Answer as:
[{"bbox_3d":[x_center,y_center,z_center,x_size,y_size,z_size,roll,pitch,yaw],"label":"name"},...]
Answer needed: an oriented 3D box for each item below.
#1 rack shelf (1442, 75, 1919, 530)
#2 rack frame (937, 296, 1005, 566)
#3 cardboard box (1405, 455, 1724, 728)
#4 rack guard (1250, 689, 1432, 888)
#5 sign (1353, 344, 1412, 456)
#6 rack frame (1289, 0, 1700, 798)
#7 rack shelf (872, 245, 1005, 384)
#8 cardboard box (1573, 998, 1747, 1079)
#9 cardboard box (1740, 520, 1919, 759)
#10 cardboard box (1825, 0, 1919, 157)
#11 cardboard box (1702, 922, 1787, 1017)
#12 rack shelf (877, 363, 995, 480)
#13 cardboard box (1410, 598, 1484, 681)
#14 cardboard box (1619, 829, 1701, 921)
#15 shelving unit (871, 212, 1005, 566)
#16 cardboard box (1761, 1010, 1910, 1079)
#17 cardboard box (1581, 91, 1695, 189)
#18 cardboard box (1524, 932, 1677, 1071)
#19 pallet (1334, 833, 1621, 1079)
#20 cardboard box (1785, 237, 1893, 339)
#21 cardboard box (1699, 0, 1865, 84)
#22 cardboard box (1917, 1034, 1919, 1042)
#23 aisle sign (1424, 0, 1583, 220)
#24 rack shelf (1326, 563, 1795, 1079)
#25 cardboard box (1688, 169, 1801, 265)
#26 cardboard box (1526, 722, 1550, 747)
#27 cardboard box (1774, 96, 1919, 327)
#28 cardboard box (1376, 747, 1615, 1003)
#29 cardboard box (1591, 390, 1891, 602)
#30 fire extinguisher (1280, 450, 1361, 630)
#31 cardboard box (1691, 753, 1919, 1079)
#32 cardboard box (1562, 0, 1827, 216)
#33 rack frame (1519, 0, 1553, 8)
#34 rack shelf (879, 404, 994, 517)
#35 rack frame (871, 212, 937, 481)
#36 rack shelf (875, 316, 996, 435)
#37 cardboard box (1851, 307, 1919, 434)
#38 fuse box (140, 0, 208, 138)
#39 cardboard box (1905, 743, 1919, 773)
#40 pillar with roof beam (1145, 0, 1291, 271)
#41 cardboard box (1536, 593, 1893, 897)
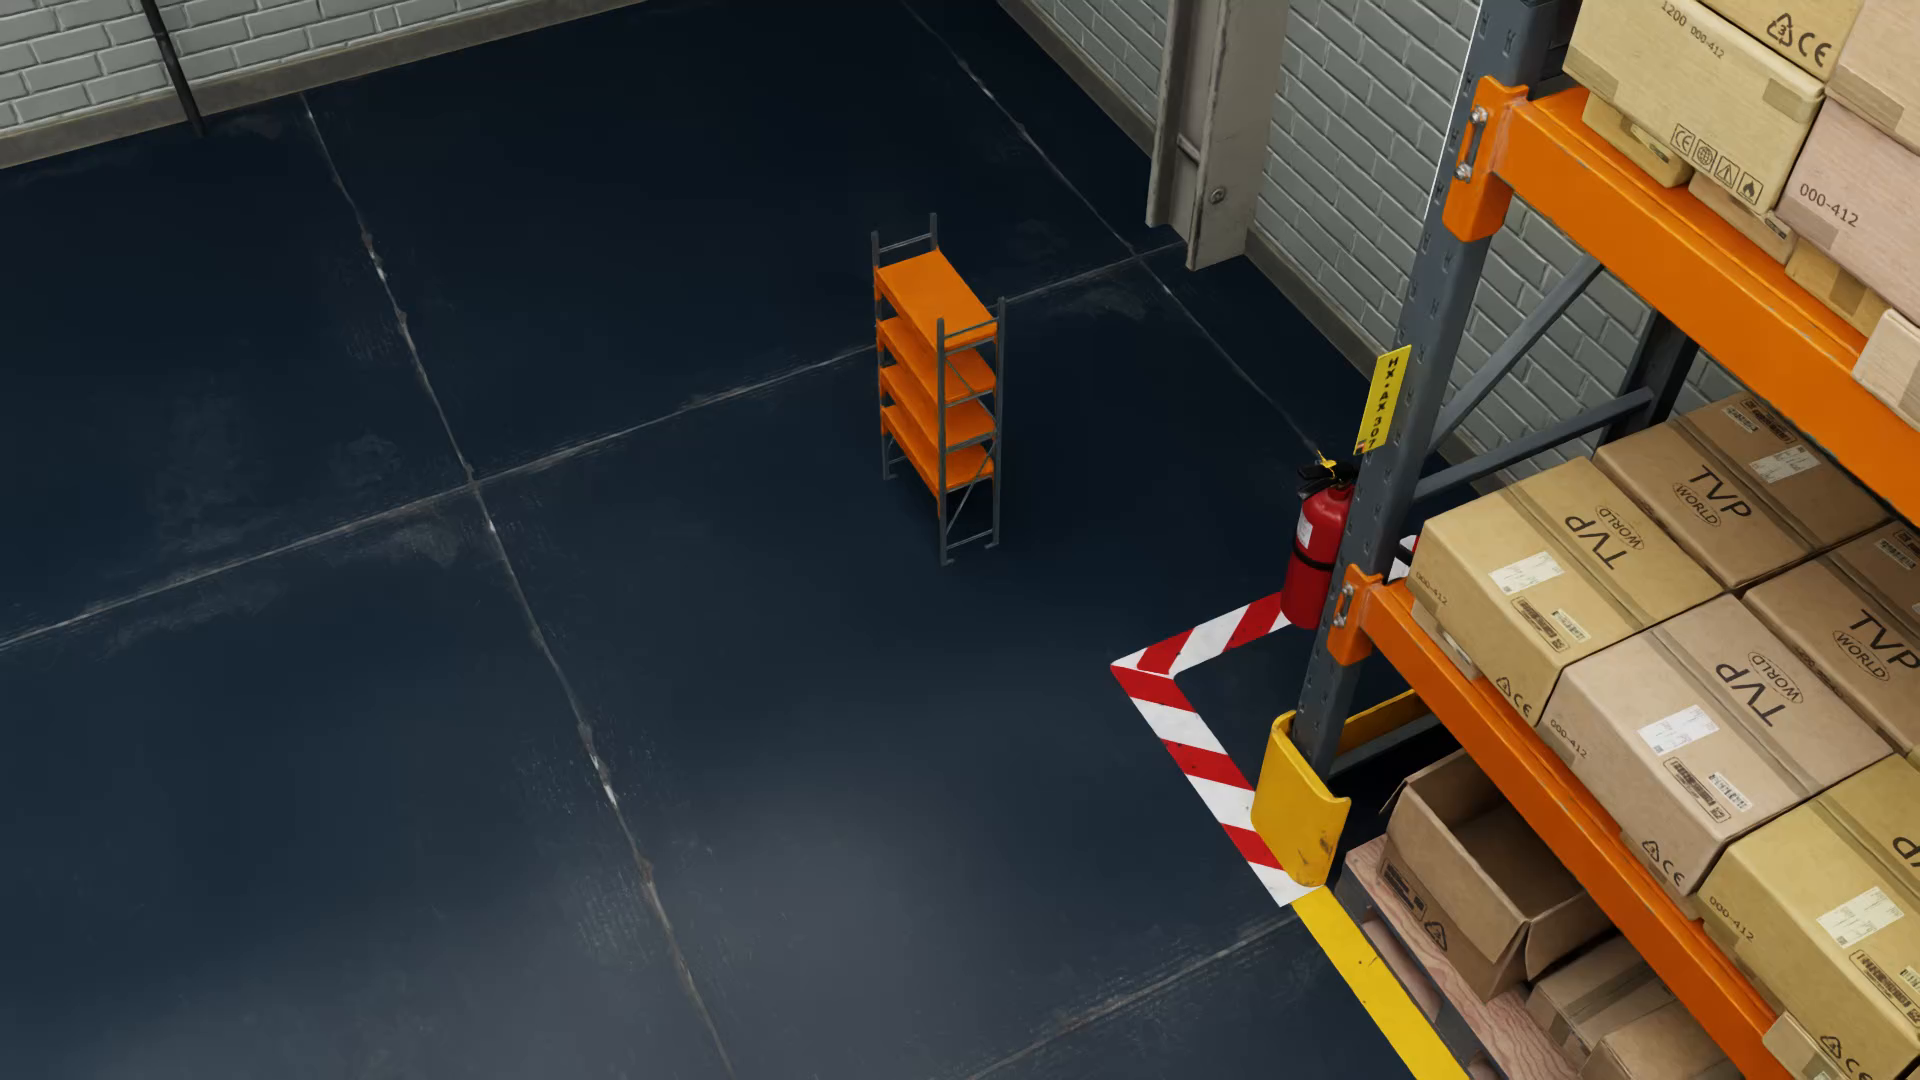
[{"bbox_3d":[2.408,0.355,2.432,1.077,0.370,4.000,-21,52,-18],"label":"rack shelf"},{"bbox_3d":[0.036,-0.342,5.752,0.240,1.200,0.015,-21,52,-18],"label":"rack frame"},{"bbox_3d":[1.461,0.115,4.059,0.500,0.250,0.500,-21,52,-17],"label":"cardboard box"},{"bbox_3d":[1.527,0.641,5.357,1.175,0.500,0.348,-21,52,-18],"label":"rack guard"},{"bbox_3d":[1.010,-0.331,3.972,0.100,0.325,0.005,-21,52,-18],"label":"sign"},{"bbox_3d":[1.493,-0.233,4.461,1.000,3.000,0.127,-21,52,-18],"label":"rack frame"},{"bbox_3d":[-0.076,-0.764,5.599,0.258,0.148,0.480,-21,52,-18],"label":"rack shelf"},{"bbox_3d":[2.045,1.479,4.345,0.700,0.500,0.500,-19,52,-16],"label":"cardboard box"},{"bbox_3d":[2.174,0.280,3.914,0.500,0.250,0.500,-21,52,-17],"label":"cardboard box"},{"bbox_3d":[1.688,-0.703,2.449,0.500,0.250,0.500,-22,52,-18],"label":"cardboard box"},{"bbox_3d":[1.895,0.848,3.682,0.380,0.149,0.250,-20,52,-17],"label":"cardboard box"},{"bbox_3d":[-0.076,-0.462,5.946,0.258,0.148,0.480,-21,52,-18],"label":"rack shelf"},{"bbox_3d":[1.399,0.164,4.281,0.380,0.149,0.250,-22,52,-18],"label":"cardboard box"},{"bbox_3d":[1.769,0.673,3.836,0.380,0.149,0.250,-20,52,-16],"label":"cardboard box"},{"bbox_3d":[-0.076,-0.506,5.895,0.258,1.200,0.503,-21,52,-18],"label":"shelving unit"},{"bbox_3d":[1.944,1.043,3.511,0.380,0.149,0.250,-23,53,-19],"label":"cardboard box"},{"bbox_3d":[1.432,-0.844,3.170,0.380,0.149,0.250,-20,52,-17],"label":"cardboard box"},{"bbox_3d":[1.848,1.307,4.729,0.380,0.149,0.250,-23,53,-19],"label":"cardboard box"},{"bbox_3d":[1.893,1.269,5.000,1.003,0.211,1.213,-21,52,-18],"label":"pallet"},{"bbox_3d":[1.677,-0.500,2.869,0.380,0.149,0.250,-21,52,-17],"label":"cardboard box"},{"bbox_3d":[1.472,-1.050,2.753,0.500,0.250,0.500,-22,52,-18],"label":"cardboard box"},{"bbox_3d":[2.147,0.872,2.899,0.500,0.500,0.500,-20,52,-17],"label":"cardboard box"},{"bbox_3d":[1.200,-1.033,3.434,0.394,0.787,0.004,-21,52,-18],"label":"aisle sign"},{"bbox_3d":[2.408,1.342,3.561,1.077,0.370,4.000,-21,52,-18],"label":"rack shelf"},{"bbox_3d":[1.575,-0.678,3.024,0.380,0.149,0.250,-20,52,-17],"label":"cardboard box"},{"bbox_3d":[1.557,0.318,4.146,0.380,0.149,0.250,-20,52,-17],"label":"cardboard box"},{"bbox_3d":[1.704,-0.545,2.643,0.500,0.250,0.500,-20,52,-17],"label":"cardboard box"},{"bbox_3d":[1.688,0.893,4.856,0.797,0.503,0.637,-23,53,-19],"label":"cardboard box"},{"bbox_3d":[1.939,-0.065,4.216,0.500,0.250,0.500,-20,52,-16],"label":"cardboard box"},{"bbox_3d":[1.014,-0.024,4.577,0.296,0.674,0.183,-21,52,-18],"label":"fire extinguisher"},{"bbox_3d":[1.926,0.790,3.468,0.500,0.250,0.500,-22,52,-18],"label":"cardboard box"},{"bbox_3d":[1.453,-0.878,2.934,0.500,0.250,0.500,-22,52,-18],"label":"cardboard box"},{"bbox_3d":[1.493,-2.208,2.203,1.000,3.000,0.127,-21,52,-18],"label":"rack frame"},{"bbox_3d":[-0.076,-0.331,6.095,0.258,0.148,0.480,-21,52,-18],"label":"rack shelf"},{"bbox_3d":[-0.187,-0.669,6.038,0.240,1.200,0.015,-21,52,-18],"label":"rack frame"},{"bbox_3d":[-0.076,-0.609,5.778,0.258,0.148,0.480,-21,52,-18],"label":"rack shelf"},{"bbox_3d":[1.700,-0.298,2.692,0.380,0.149,0.250,-20,52,-17],"label":"cardboard box"},{"bbox_3d":[-3.586,-2.488,7.290,0.539,1.711,0.414,-21,52,-18],"label":"fuse box"},{"bbox_3d":[2.396,0.613,3.623,0.500,0.250,0.500,-20,52,-16],"label":"cardboard box"},{"bbox_3d":[-2.768,-2.840,2.756,9.100,9.000,0.400,-21,52,-18],"label":"pillar with roof beam"},{"bbox_3d":[1.692,0.452,3.764,0.500,0.250,0.500,-21,52,-17],"label":"cardboard box"}]
